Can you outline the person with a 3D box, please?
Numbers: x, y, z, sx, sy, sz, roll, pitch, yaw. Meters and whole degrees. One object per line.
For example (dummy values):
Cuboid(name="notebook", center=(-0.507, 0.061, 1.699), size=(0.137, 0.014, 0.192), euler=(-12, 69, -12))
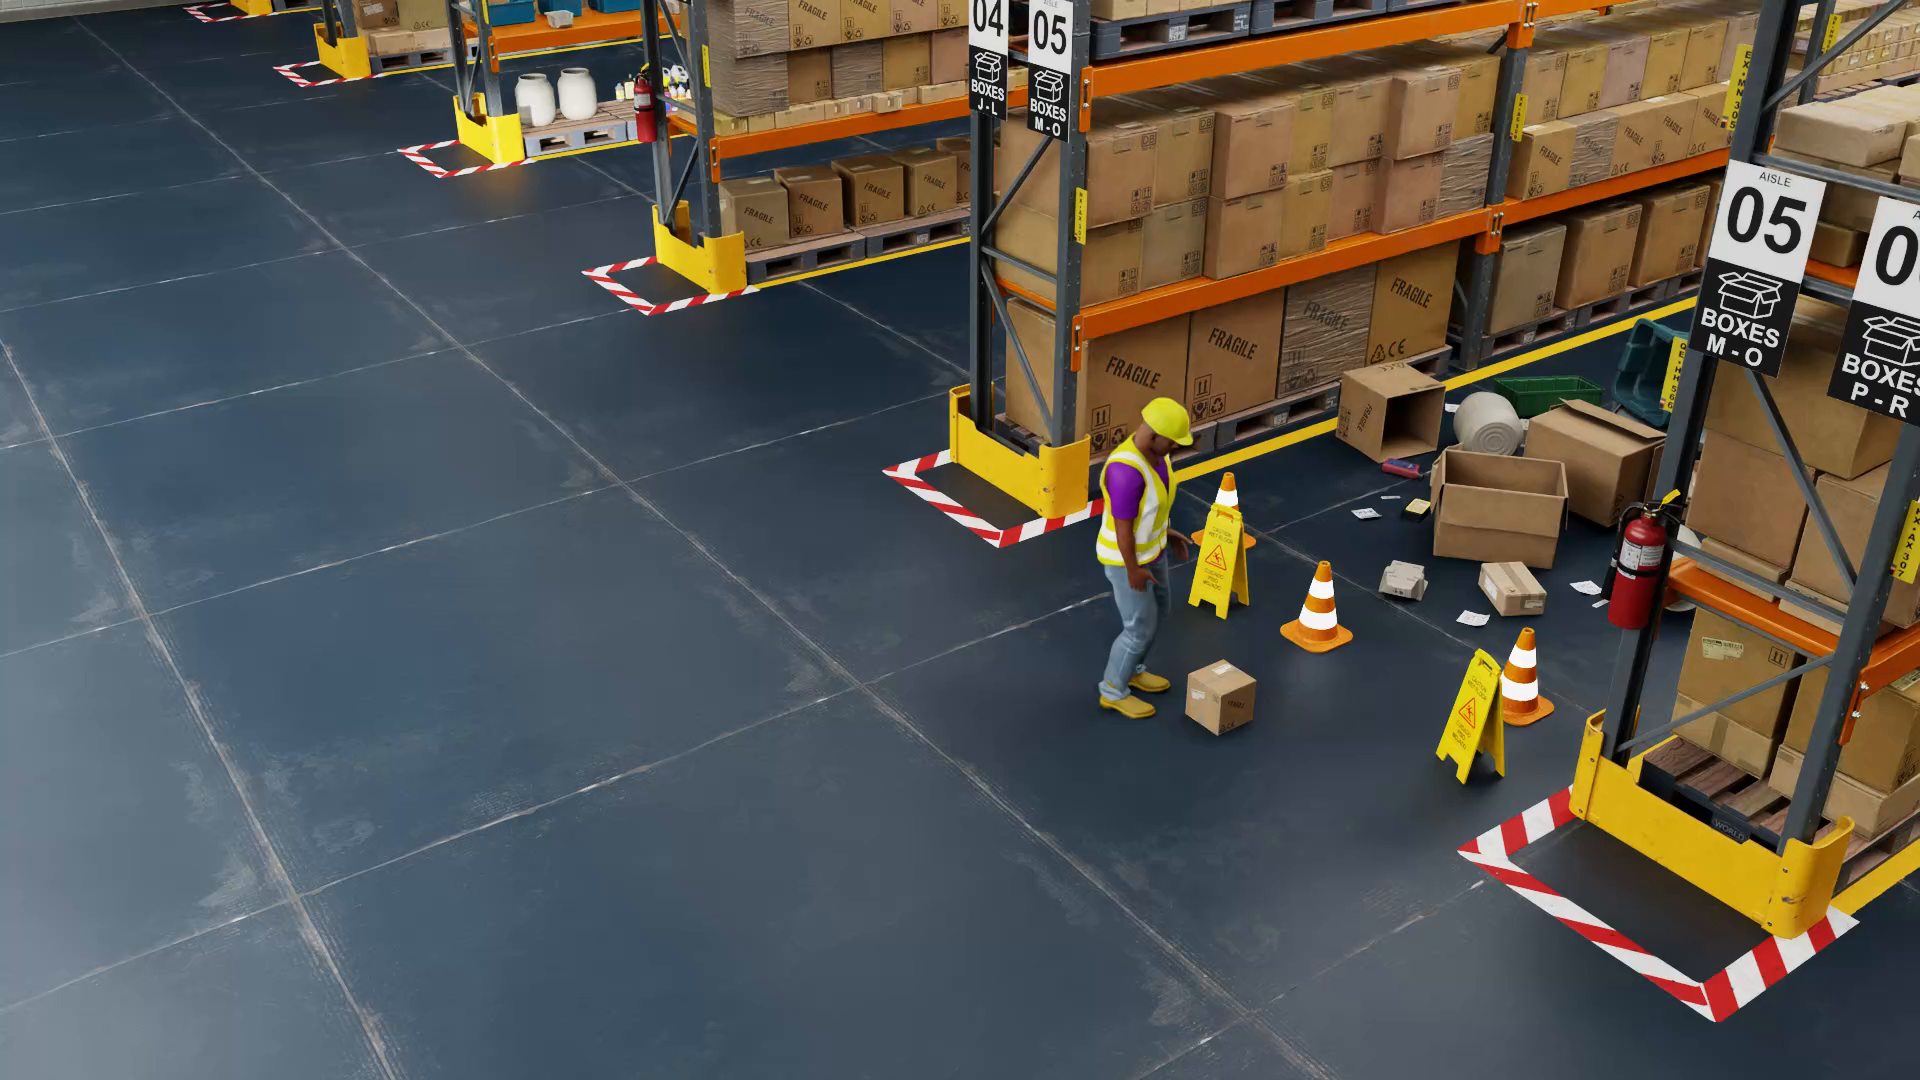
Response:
Cuboid(name="person", center=(0.940, 0.064, 8.518), size=(0.422, 1.733, 0.584), euler=(13, 31, 23))
